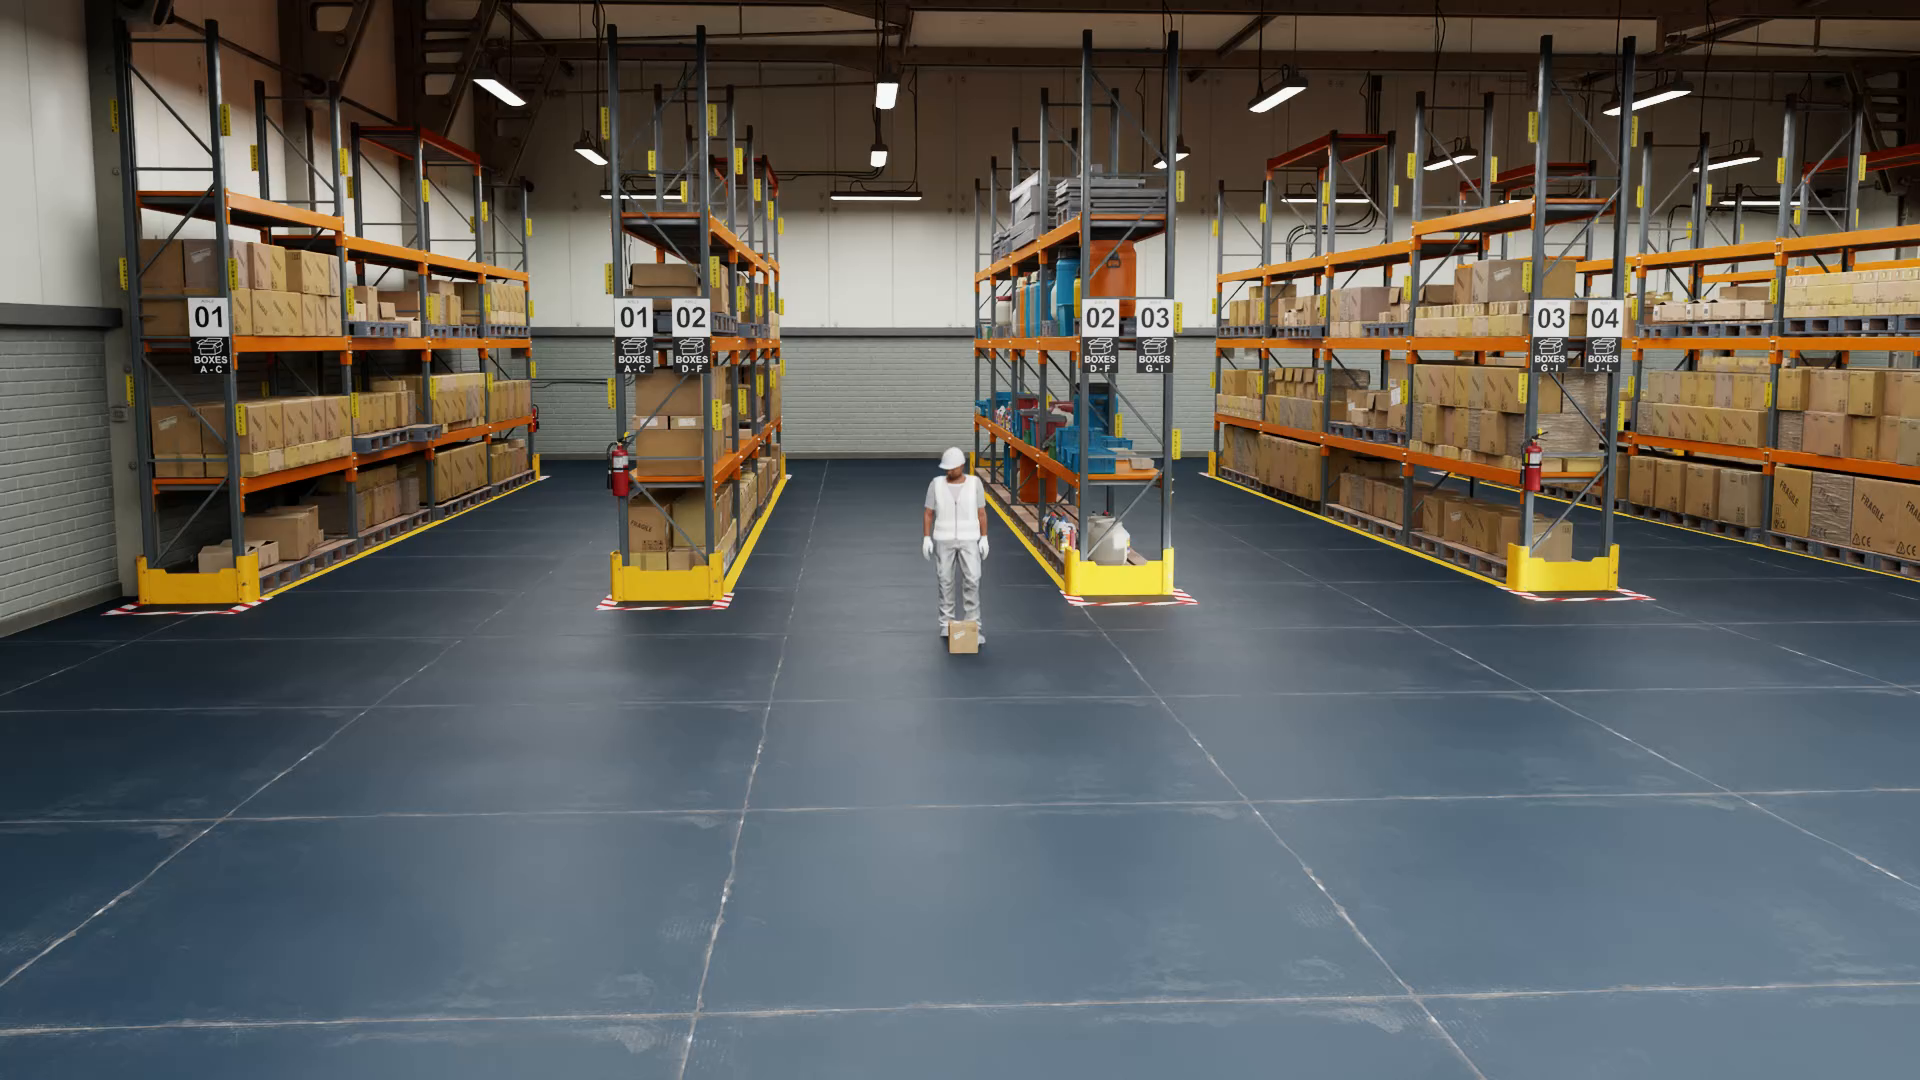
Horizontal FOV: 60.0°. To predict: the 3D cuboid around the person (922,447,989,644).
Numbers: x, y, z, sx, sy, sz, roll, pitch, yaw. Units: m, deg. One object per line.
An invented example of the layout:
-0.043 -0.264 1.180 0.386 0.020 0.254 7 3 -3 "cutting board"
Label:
-0.042 0.036 15.185 0.612 1.761 0.673 0 7 1 "person"
